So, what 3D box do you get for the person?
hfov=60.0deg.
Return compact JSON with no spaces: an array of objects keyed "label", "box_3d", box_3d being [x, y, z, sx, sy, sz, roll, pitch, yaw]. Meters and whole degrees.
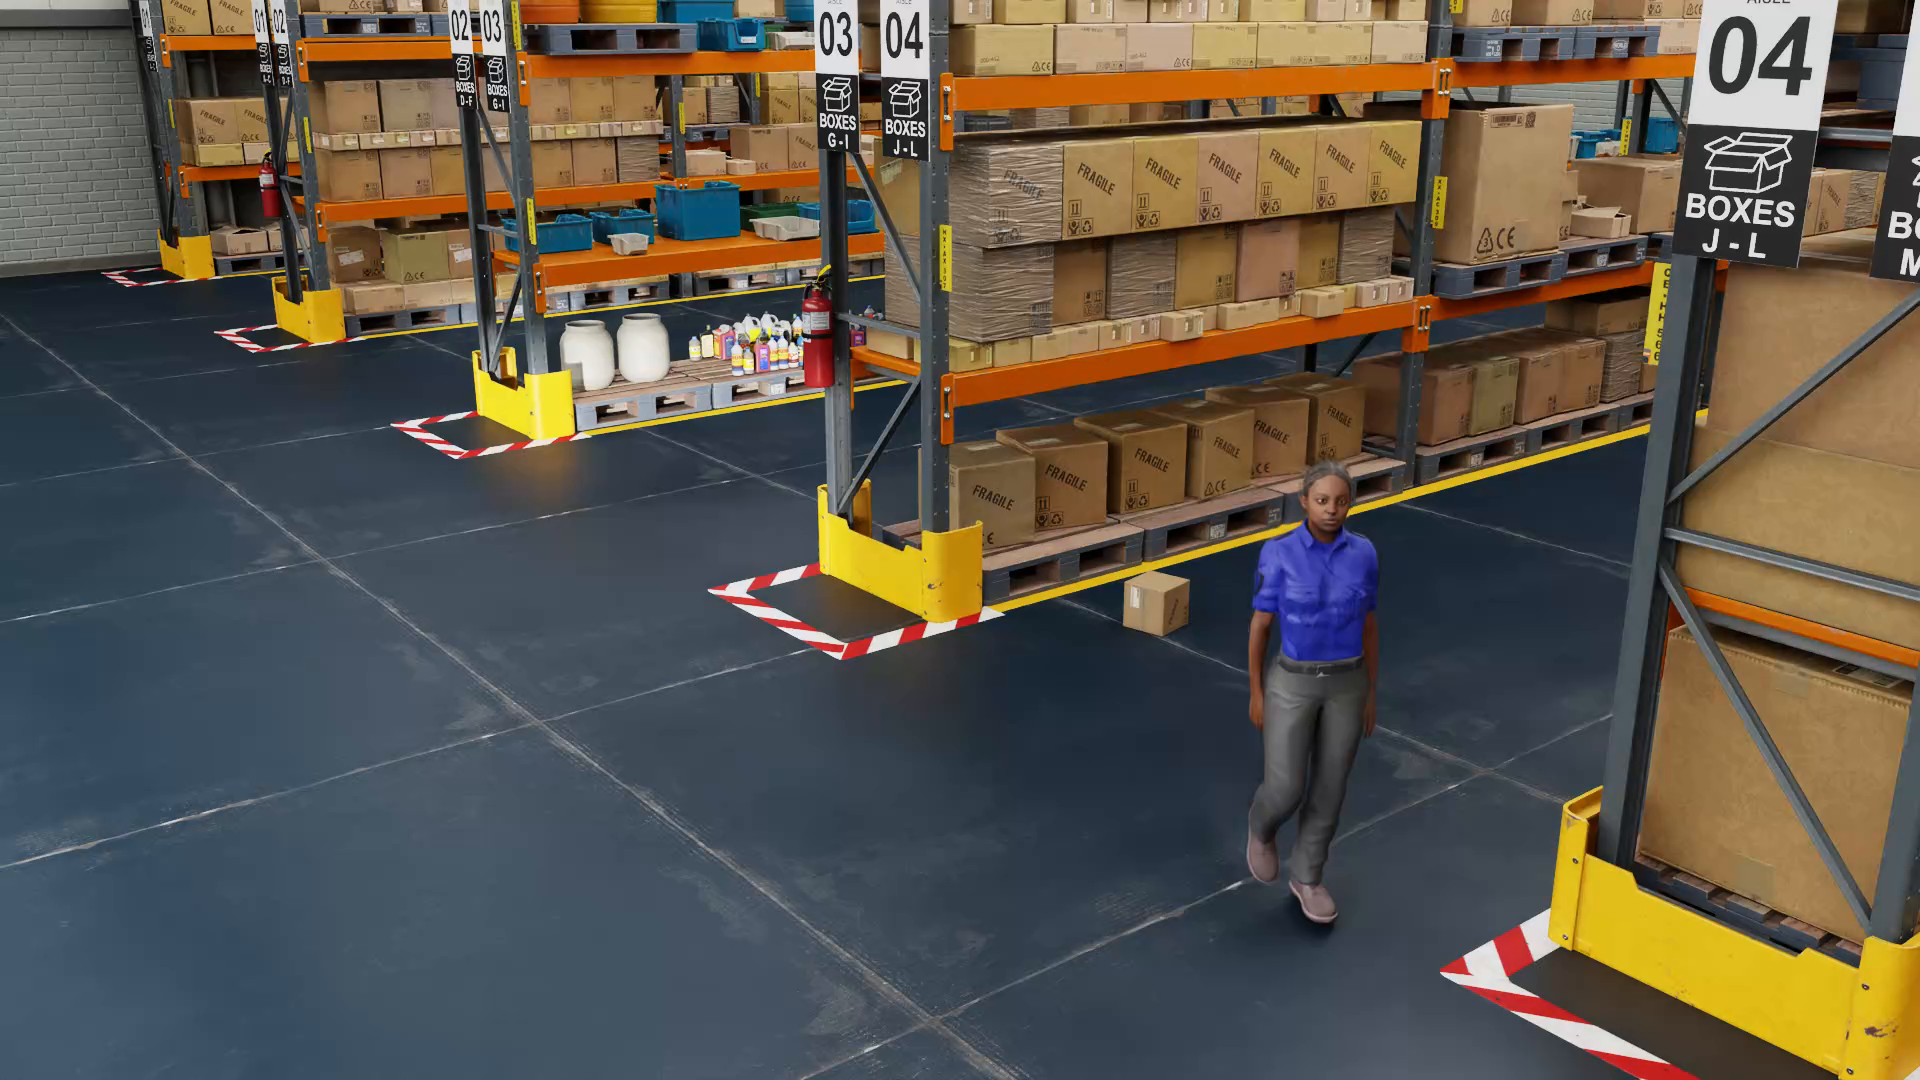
[{"label":"person","box_3d":[1.239,0.526,5.851,0.453,1.644,0.475,-2,18,-7]}]
